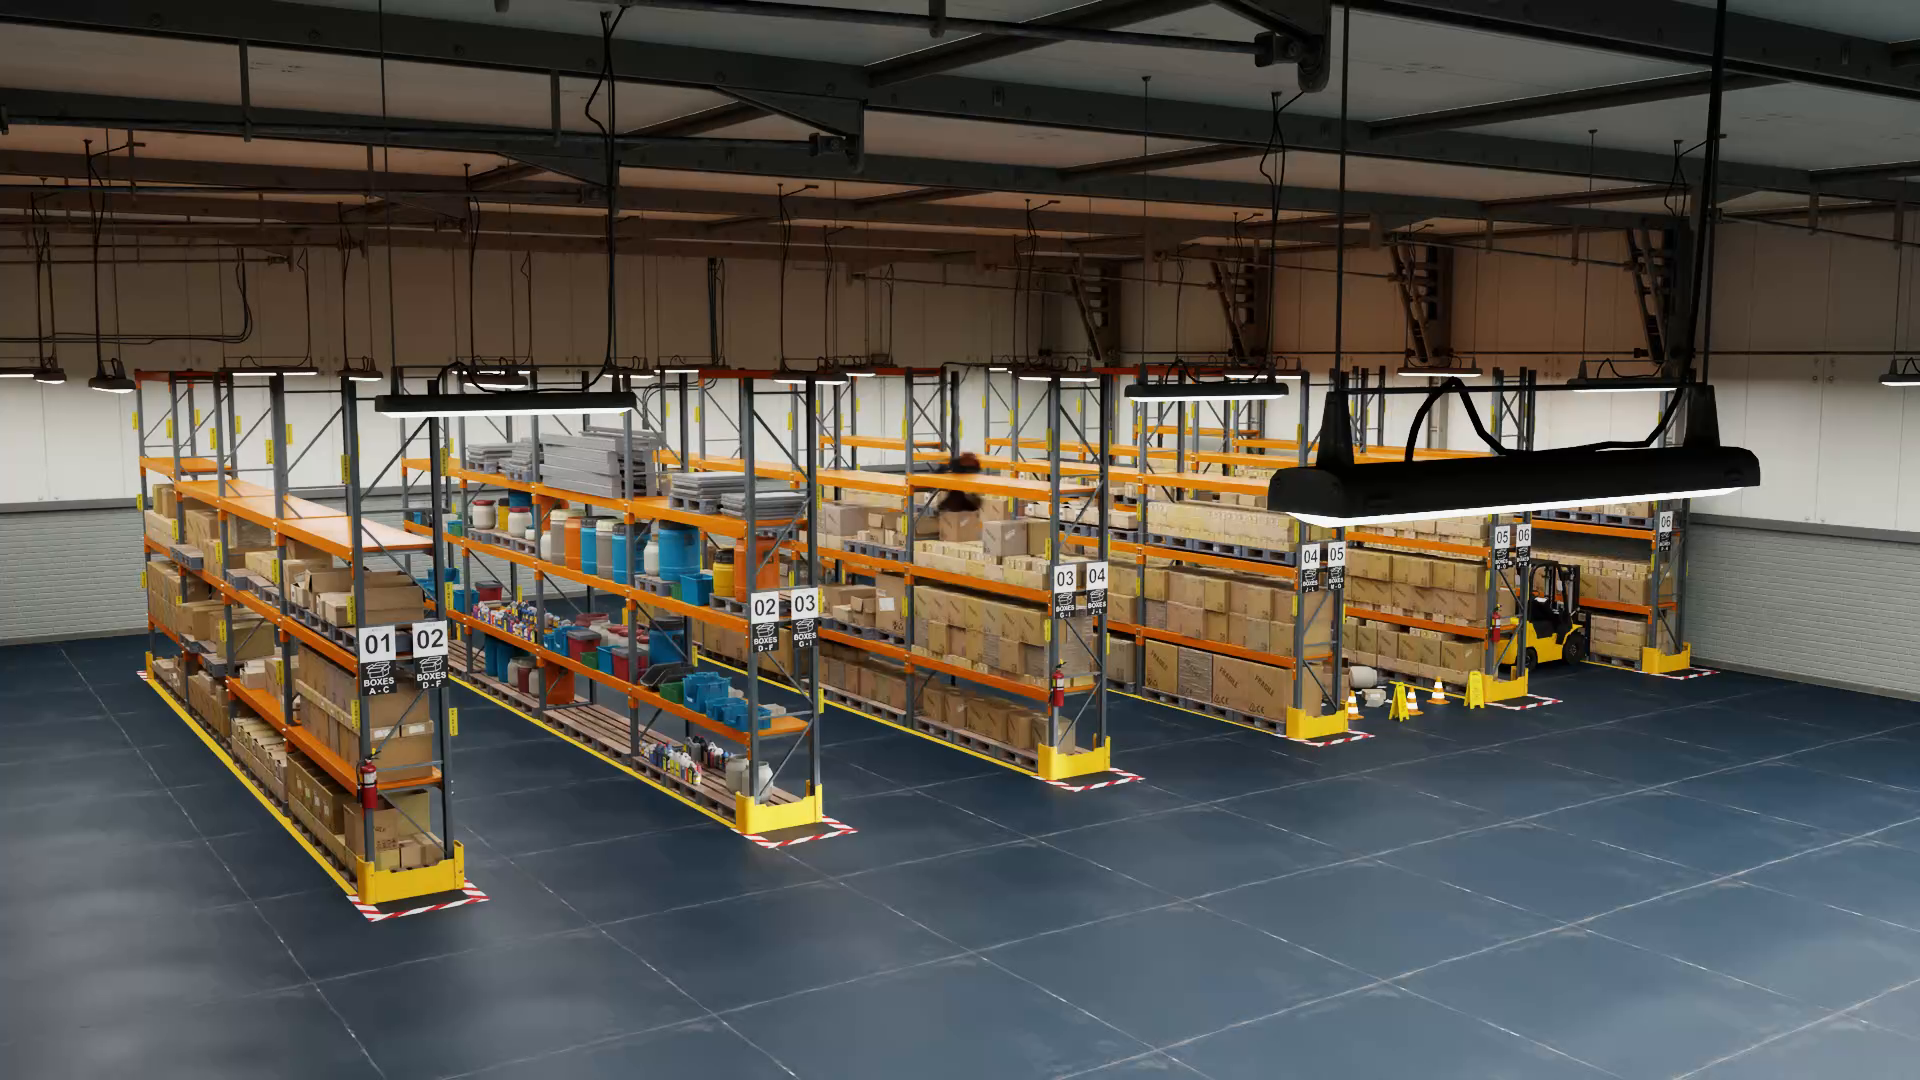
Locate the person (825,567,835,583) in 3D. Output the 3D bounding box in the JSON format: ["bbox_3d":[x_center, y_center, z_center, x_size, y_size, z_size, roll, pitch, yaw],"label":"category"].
[{"bbox_3d":[-3.278,0.766,41.872,0.579,1.723,0.705,-1,7,-9],"label":"person"}]

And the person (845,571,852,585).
[{"bbox_3d":[-2.971,0.687,42.539,0.577,1.668,0.954,6,9,41],"label":"person"}]
